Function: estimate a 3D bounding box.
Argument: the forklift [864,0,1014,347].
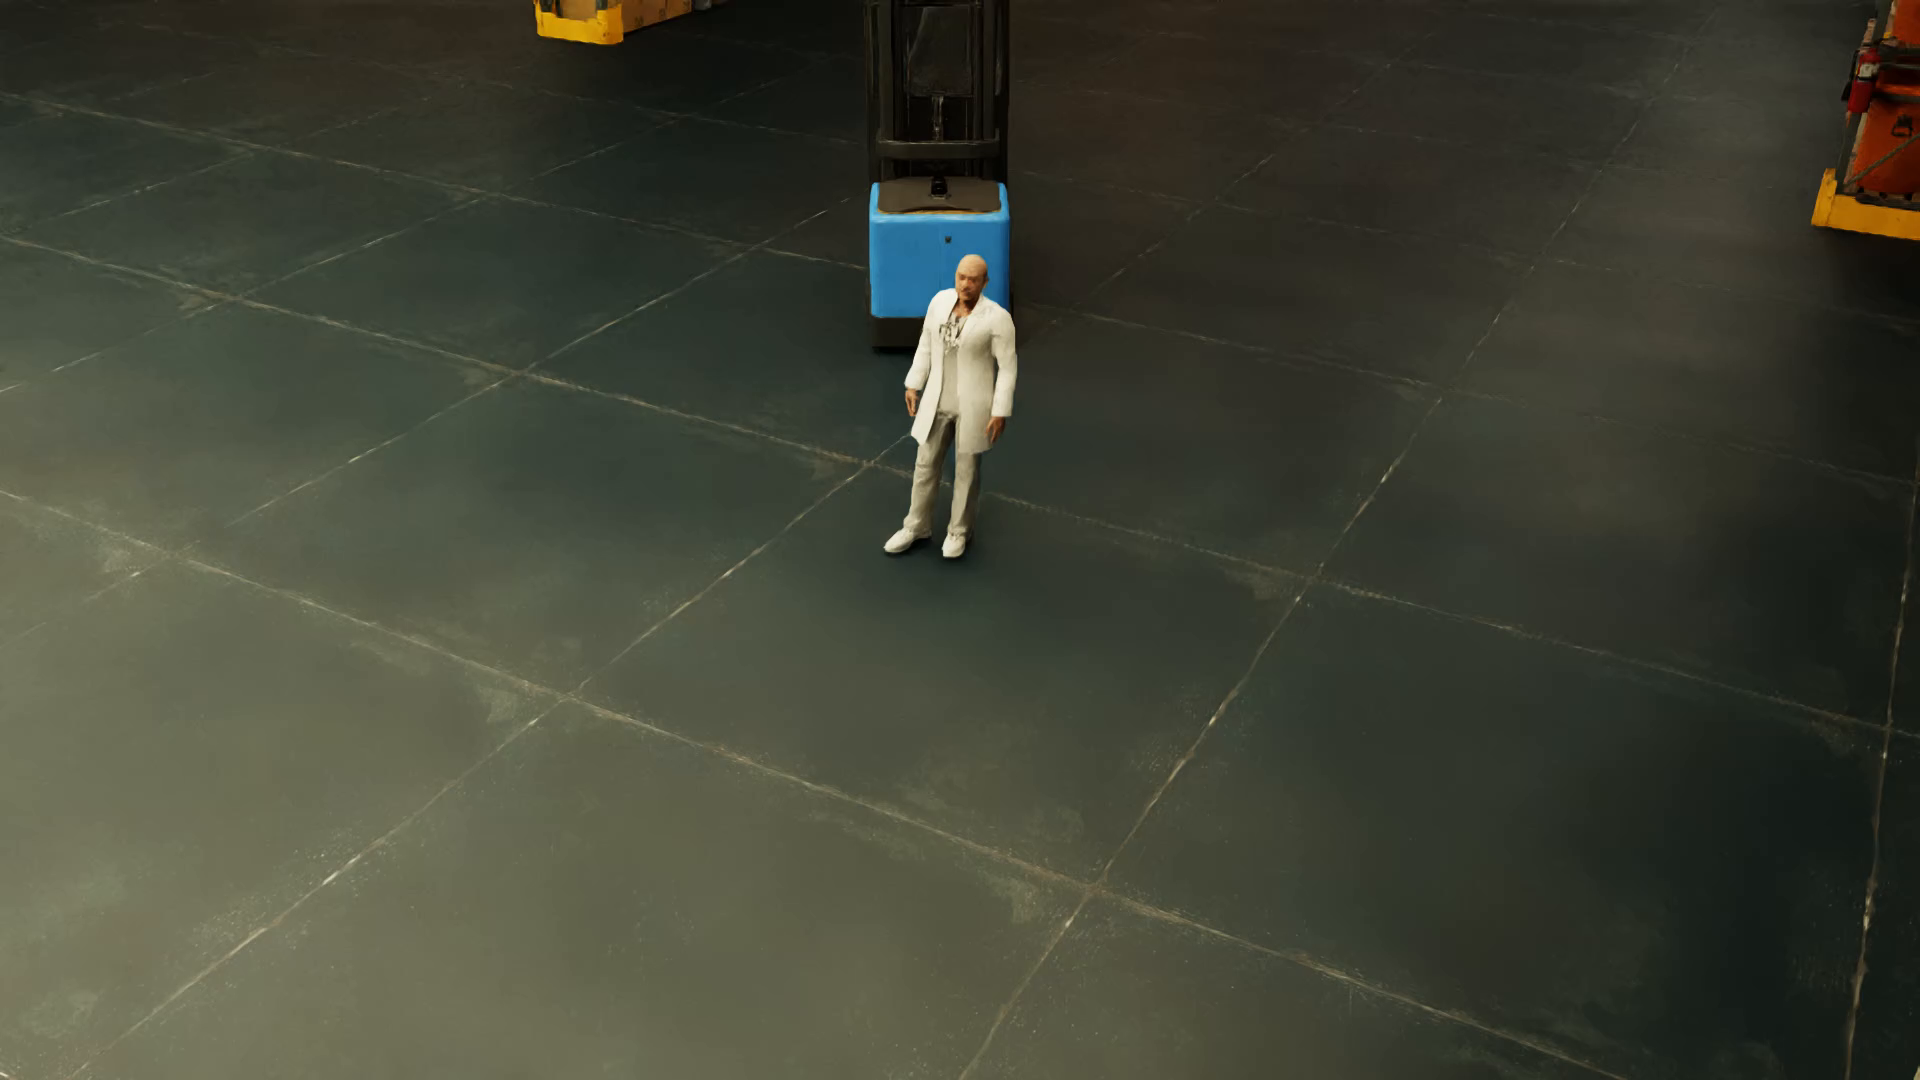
[{"bbox_3d":[-0.178,-3.398,12.958,1.130,2.935,3.031,-1,30,-1],"label":"forklift"}]

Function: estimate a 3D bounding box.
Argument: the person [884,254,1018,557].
[{"bbox_3d":[-0.048,-0.738,9.488,0.694,1.776,0.579,15,33,25],"label":"person"}]
